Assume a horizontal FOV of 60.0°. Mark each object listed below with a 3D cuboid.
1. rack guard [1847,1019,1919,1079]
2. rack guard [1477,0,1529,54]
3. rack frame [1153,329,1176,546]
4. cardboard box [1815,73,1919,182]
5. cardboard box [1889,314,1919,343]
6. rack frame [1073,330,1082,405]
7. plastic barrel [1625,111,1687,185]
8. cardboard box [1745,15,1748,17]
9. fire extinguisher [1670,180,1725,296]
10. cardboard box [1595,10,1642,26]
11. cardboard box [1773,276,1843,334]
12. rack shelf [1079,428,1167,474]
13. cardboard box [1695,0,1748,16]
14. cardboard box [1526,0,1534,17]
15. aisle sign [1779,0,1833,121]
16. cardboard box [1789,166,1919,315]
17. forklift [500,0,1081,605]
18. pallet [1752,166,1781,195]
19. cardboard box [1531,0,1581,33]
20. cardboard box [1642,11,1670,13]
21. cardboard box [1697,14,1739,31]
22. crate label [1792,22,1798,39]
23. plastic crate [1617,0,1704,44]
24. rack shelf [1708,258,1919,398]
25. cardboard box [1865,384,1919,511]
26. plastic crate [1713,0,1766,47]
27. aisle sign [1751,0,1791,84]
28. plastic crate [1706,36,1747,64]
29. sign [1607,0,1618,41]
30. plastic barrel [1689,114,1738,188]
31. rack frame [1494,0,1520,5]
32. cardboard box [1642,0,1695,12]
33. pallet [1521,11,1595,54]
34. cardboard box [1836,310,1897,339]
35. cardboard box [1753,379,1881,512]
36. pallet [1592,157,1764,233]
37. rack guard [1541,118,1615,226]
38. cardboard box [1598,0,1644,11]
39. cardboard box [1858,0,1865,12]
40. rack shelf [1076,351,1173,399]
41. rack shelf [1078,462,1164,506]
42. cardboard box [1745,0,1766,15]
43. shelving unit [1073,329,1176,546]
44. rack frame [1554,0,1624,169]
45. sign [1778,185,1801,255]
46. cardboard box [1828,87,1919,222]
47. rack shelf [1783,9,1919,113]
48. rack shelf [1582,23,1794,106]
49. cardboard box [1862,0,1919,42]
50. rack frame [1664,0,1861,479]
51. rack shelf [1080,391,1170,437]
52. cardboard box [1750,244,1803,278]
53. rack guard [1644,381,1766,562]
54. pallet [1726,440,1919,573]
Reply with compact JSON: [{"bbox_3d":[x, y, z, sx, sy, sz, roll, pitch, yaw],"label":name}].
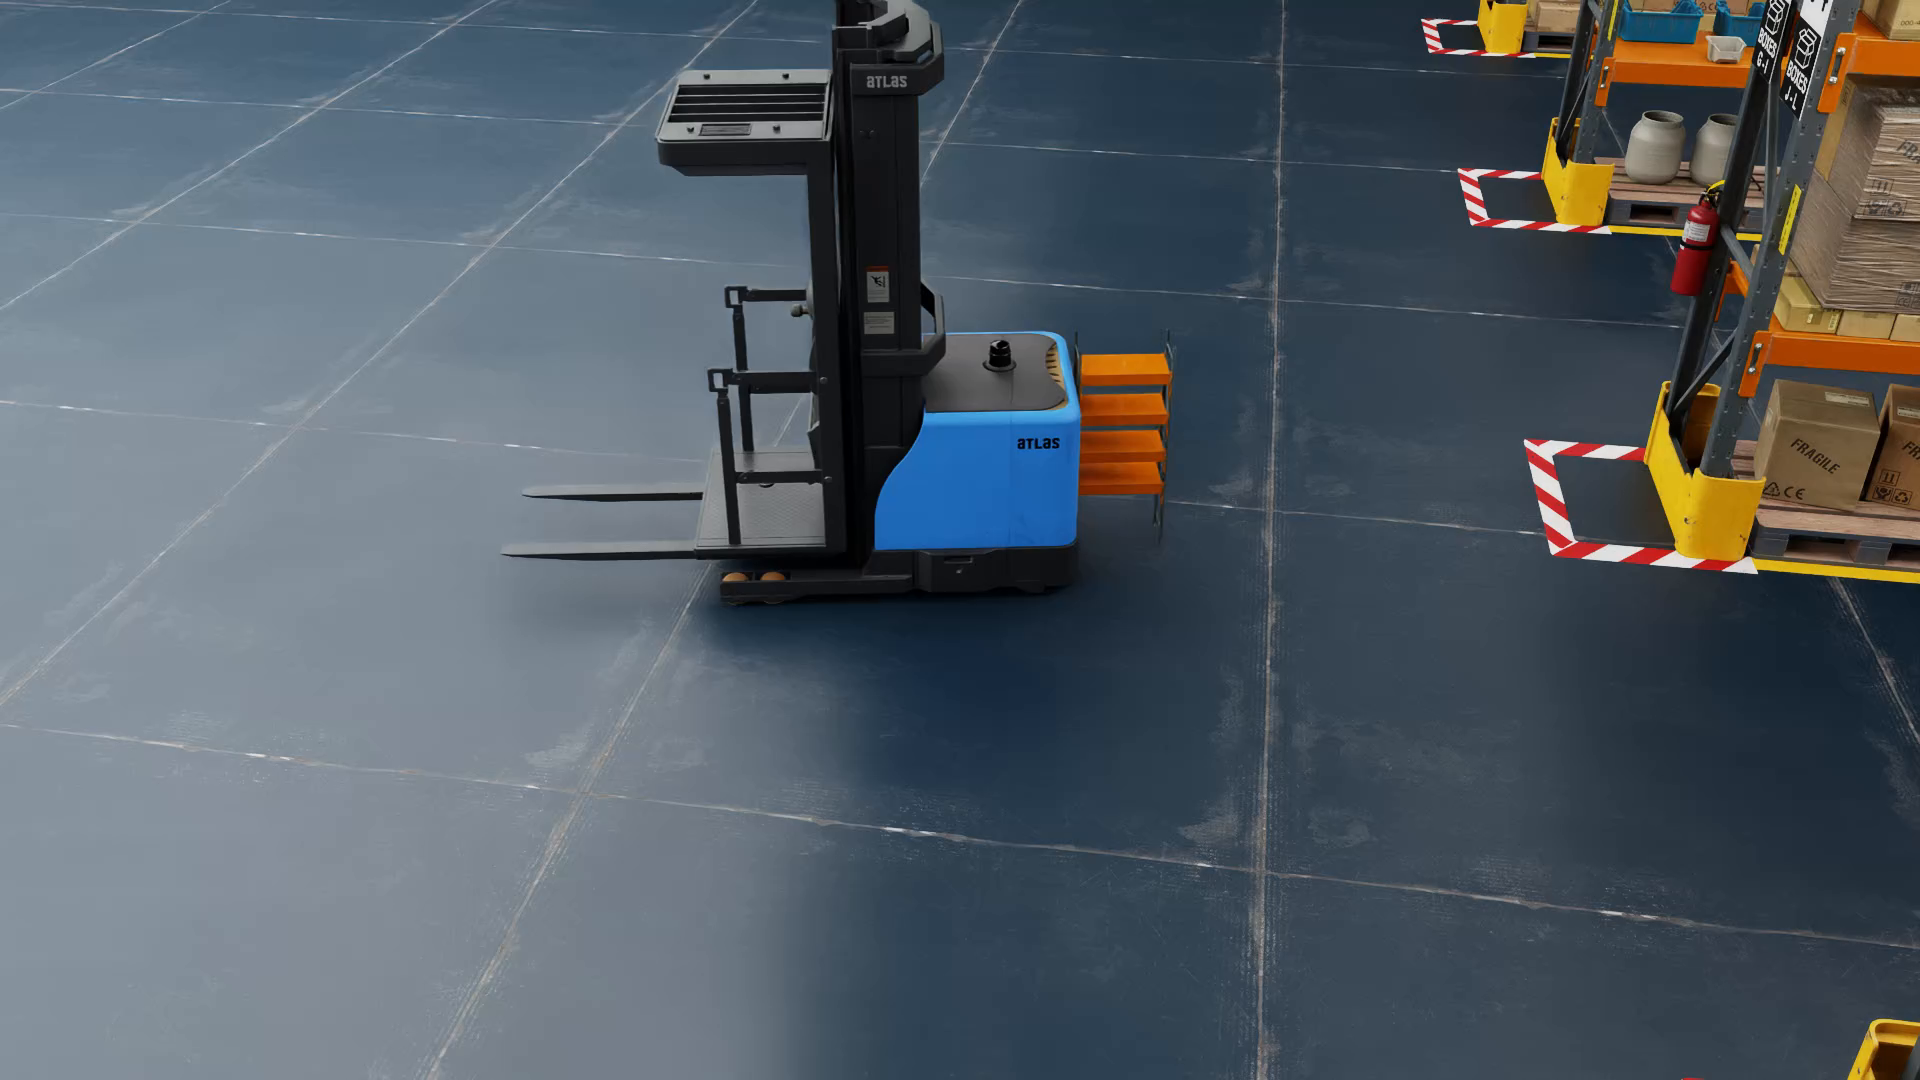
[{"bbox_3d":[3.172,2.167,5.317,0.348,0.500,1.175,5,32,8],"label":"rack guard"},{"bbox_3d":[5.776,-5.599,17.724,0.348,0.500,1.175,5,32,8],"label":"rack guard"},{"bbox_3d":[1.103,-0.541,8.984,0.015,1.200,0.240,-1,32,-2],"label":"rack frame"},{"bbox_3d":[4.713,-2.148,8.537,0.500,0.500,0.500,5,32,8],"label":"cardboard box"},{"bbox_3d":[4.857,-1.156,8.507,0.250,0.149,0.380,5,32,8],"label":"cardboard box"},{"bbox_3d":[0.615,-0.531,8.968,0.015,1.200,0.240,-1,32,-2],"label":"rack frame"},{"bbox_3d":[5.624,-3.171,13.437,0.421,0.512,0.421,0,32,0],"label":"plastic barrel"},{"bbox_3d":[8.262,-5.325,17.127,0.500,0.250,0.500,5,32,8],"label":"cardboard box"},{"bbox_3d":[4.094,-1.694,9.202,0.183,0.674,0.296,5,32,8],"label":"fire extinguisher"},{"bbox_3d":[6.784,-5.462,17.344,0.500,0.250,0.500,5,32,8],"label":"cardboard box"},{"bbox_3d":[4.370,-1.219,8.607,0.250,0.149,0.380,5,32,8],"label":"cardboard box"},{"bbox_3d":[0.859,-0.479,9.012,0.480,0.148,0.258,-1,32,-2],"label":"rack shelf"},{"bbox_3d":[7.769,-5.687,16.998,0.500,0.500,0.500,5,32,8],"label":"cardboard box"},{"bbox_3d":[6.378,-5.775,17.845,0.500,0.250,0.500,5,32,8],"label":"cardboard box"},{"bbox_3d":[4.018,-2.426,7.849,0.004,0.787,0.394,5,32,8],"label":"aisle sign"},{"bbox_3d":[4.667,-1.581,8.573,0.500,0.500,0.875,5,32,8],"label":"cardboard box"},{"bbox_3d":[-0.910,-1.189,8.388,3.031,2.935,1.130,-1,32,-2],"label":"forklift"},{"bbox_3d":[7.044,-2.716,13.391,1.213,0.211,1.003,5,32,8],"label":"pallet"},{"bbox_3d":[6.291,-5.505,17.413,0.500,0.250,0.500,5,32,8],"label":"cardboard box"},{"bbox_3d":[7.277,-5.417,17.273,0.500,0.250,0.500,5,32,8],"label":"cardboard box"},{"bbox_3d":[7.769,-5.370,17.197,0.500,0.250,0.500,5,32,8],"label":"cardboard box"},{"bbox_3d":[6.822,-4.058,12.873,0.616,0.435,0.502,5,32,8],"label":"crate label"},{"bbox_3d":[5.506,-4.115,13.137,0.616,0.251,0.499,5,32,8],"label":"plastic crate"},{"bbox_3d":[6.101,-0.992,8.686,4.000,0.370,1.077,5,32,8],"label":"rack shelf"},{"bbox_3d":[5.337,-0.494,9.172,0.500,0.500,0.500,14,35,21],"label":"cardboard box"},{"bbox_3d":[6.146,-4.054,13.039,0.408,0.251,0.499,5,32,8],"label":"plastic crate"},{"bbox_3d":[4.119,-2.740,8.350,0.004,0.787,0.394,5,32,8],"label":"aisle sign"},{"bbox_3d":[5.791,-3.706,12.592,0.250,0.136,0.298,5,32,8],"label":"plastic crate"},{"bbox_3d":[4.866,-3.896,12.386,0.005,0.325,0.100,5,32,8],"label":"sign"},{"bbox_3d":[6.118,-3.126,13.366,0.421,0.512,0.421,0,32,0],"label":"plastic barrel"},{"bbox_3d":[5.800,-6.656,17.057,0.127,3.000,1.000,5,32,8],"label":"rack frame"},{"bbox_3d":[7.279,-5.741,17.083,0.500,0.500,0.500,5,32,8],"label":"cardboard box"},{"bbox_3d":[6.561,-5.428,17.723,1.213,0.211,1.003,5,32,8],"label":"pallet"},{"bbox_3d":[4.613,-1.187,8.555,0.250,0.149,0.380,5,32,8],"label":"cardboard box"},{"bbox_3d":[4.742,-0.529,9.229,0.500,0.500,0.500,11,34,17],"label":"cardboard box"},{"bbox_3d":[5.845,-2.826,13.567,1.213,0.211,1.003,5,32,8],"label":"pallet"},{"bbox_3d":[5.045,-3.024,13.610,0.348,0.500,1.175,5,32,8],"label":"rack guard"},{"bbox_3d":[6.784,-5.779,17.144,0.500,0.500,0.500,5,32,8],"label":"cardboard box"},{"bbox_3d":[4.647,-2.773,8.168,0.500,0.250,0.500,6,33,9],"label":"cardboard box"},{"bbox_3d":[0.859,-0.869,8.768,0.480,0.148,0.258,-1,32,-2],"label":"rack shelf"},{"bbox_3d":[0.859,-0.311,9.117,0.480,0.148,0.258,-1,32,-2],"label":"rack shelf"},{"bbox_3d":[8.264,-5.650,16.938,0.500,0.500,0.500,5,32,8],"label":"cardboard box"},{"bbox_3d":[0.859,-0.536,8.976,0.503,1.200,0.258,-1,32,-2],"label":"shelving unit"},{"bbox_3d":[4.963,-4.066,12.919,0.127,3.000,1.000,5,32,8],"label":"rack frame"},{"bbox_3d":[4.038,-1.559,8.097,0.005,0.325,0.100,5,32,8],"label":"sign"},{"bbox_3d":[4.626,-1.876,8.103,0.500,0.500,0.500,5,32,8],"label":"cardboard box"},{"bbox_3d":[6.101,-2.264,7.890,4.000,0.370,1.077,5,32,8],"label":"rack shelf"},{"bbox_3d":[6.934,-3.582,12.824,4.000,0.370,1.077,5,32,8],"label":"rack shelf"},{"bbox_3d":[4.561,-2.505,7.739,0.500,0.250,0.500,6,33,10],"label":"cardboard box"},{"bbox_3d":[4.129,-1.476,8.780,0.127,3.000,1.000,5,32,8],"label":"rack frame"},{"bbox_3d":[0.859,-0.669,8.893,0.480,0.148,0.258,-1,32,-2],"label":"rack shelf"},{"bbox_3d":[4.445,-1.452,8.979,0.250,0.149,0.380,5,32,8],"label":"cardboard box"},{"bbox_3d":[4.204,-0.409,9.433,0.348,0.500,1.175,5,32,8],"label":"rack guard"},{"bbox_3d":[4.999,-0.196,9.364,1.213,0.211,1.003,5,32,8],"label":"pallet"}]
